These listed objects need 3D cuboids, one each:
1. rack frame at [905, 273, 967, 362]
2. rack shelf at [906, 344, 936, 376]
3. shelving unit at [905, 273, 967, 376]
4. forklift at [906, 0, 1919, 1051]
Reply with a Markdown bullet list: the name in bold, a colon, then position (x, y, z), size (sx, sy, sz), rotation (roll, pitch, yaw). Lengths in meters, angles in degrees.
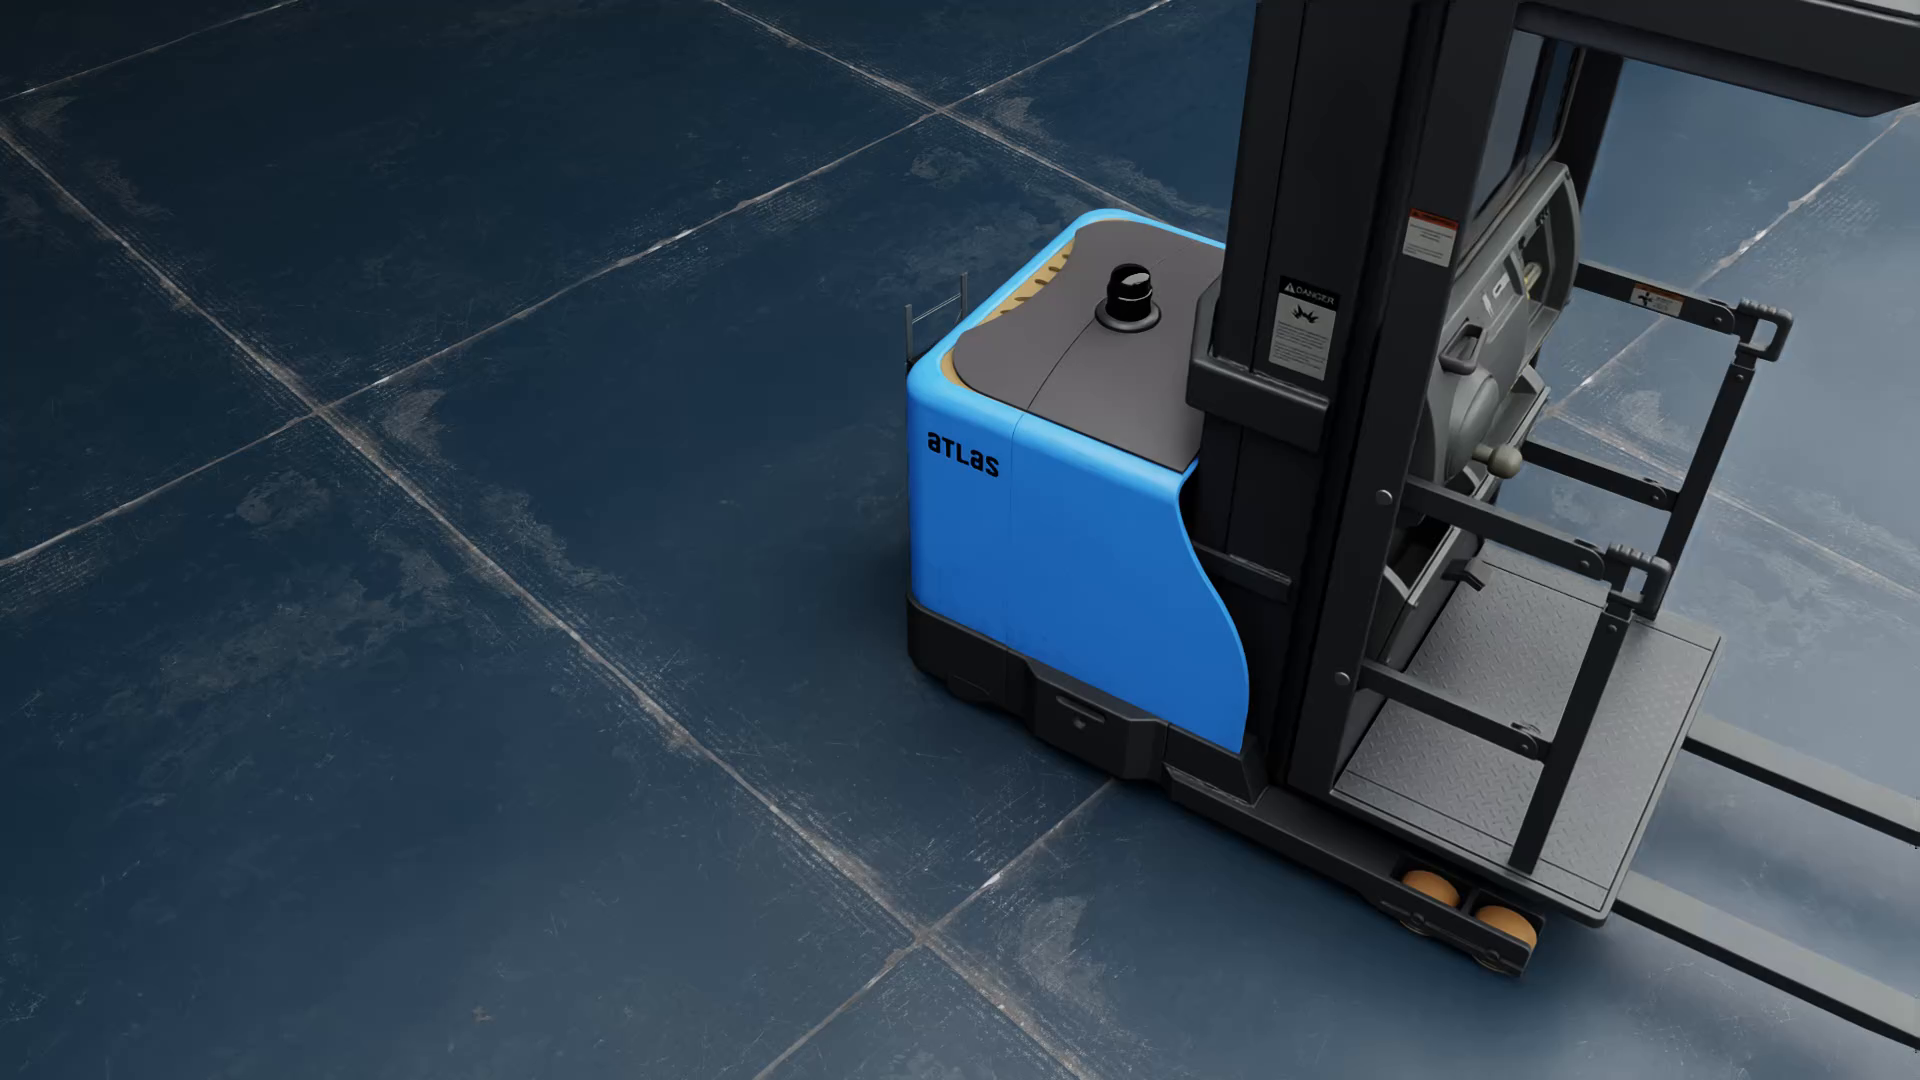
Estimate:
- **rack frame**: position (-0.066, -0.375, 4.993), size (0.240, 0.900, 0.006), rotation (-34, 53, -31)
- **rack shelf**: position (0.006, -0.500, 4.780), size (0.258, 0.077, 0.200), rotation (-34, 53, -31)
- **shelving unit**: position (0.006, -0.327, 4.940), size (0.258, 0.900, 0.210), rotation (-34, 53, -31)
- **forklift**: position (1.363, -0.428, 3.554), size (3.031, 2.935, 1.130), rotation (24, 48, 24)
